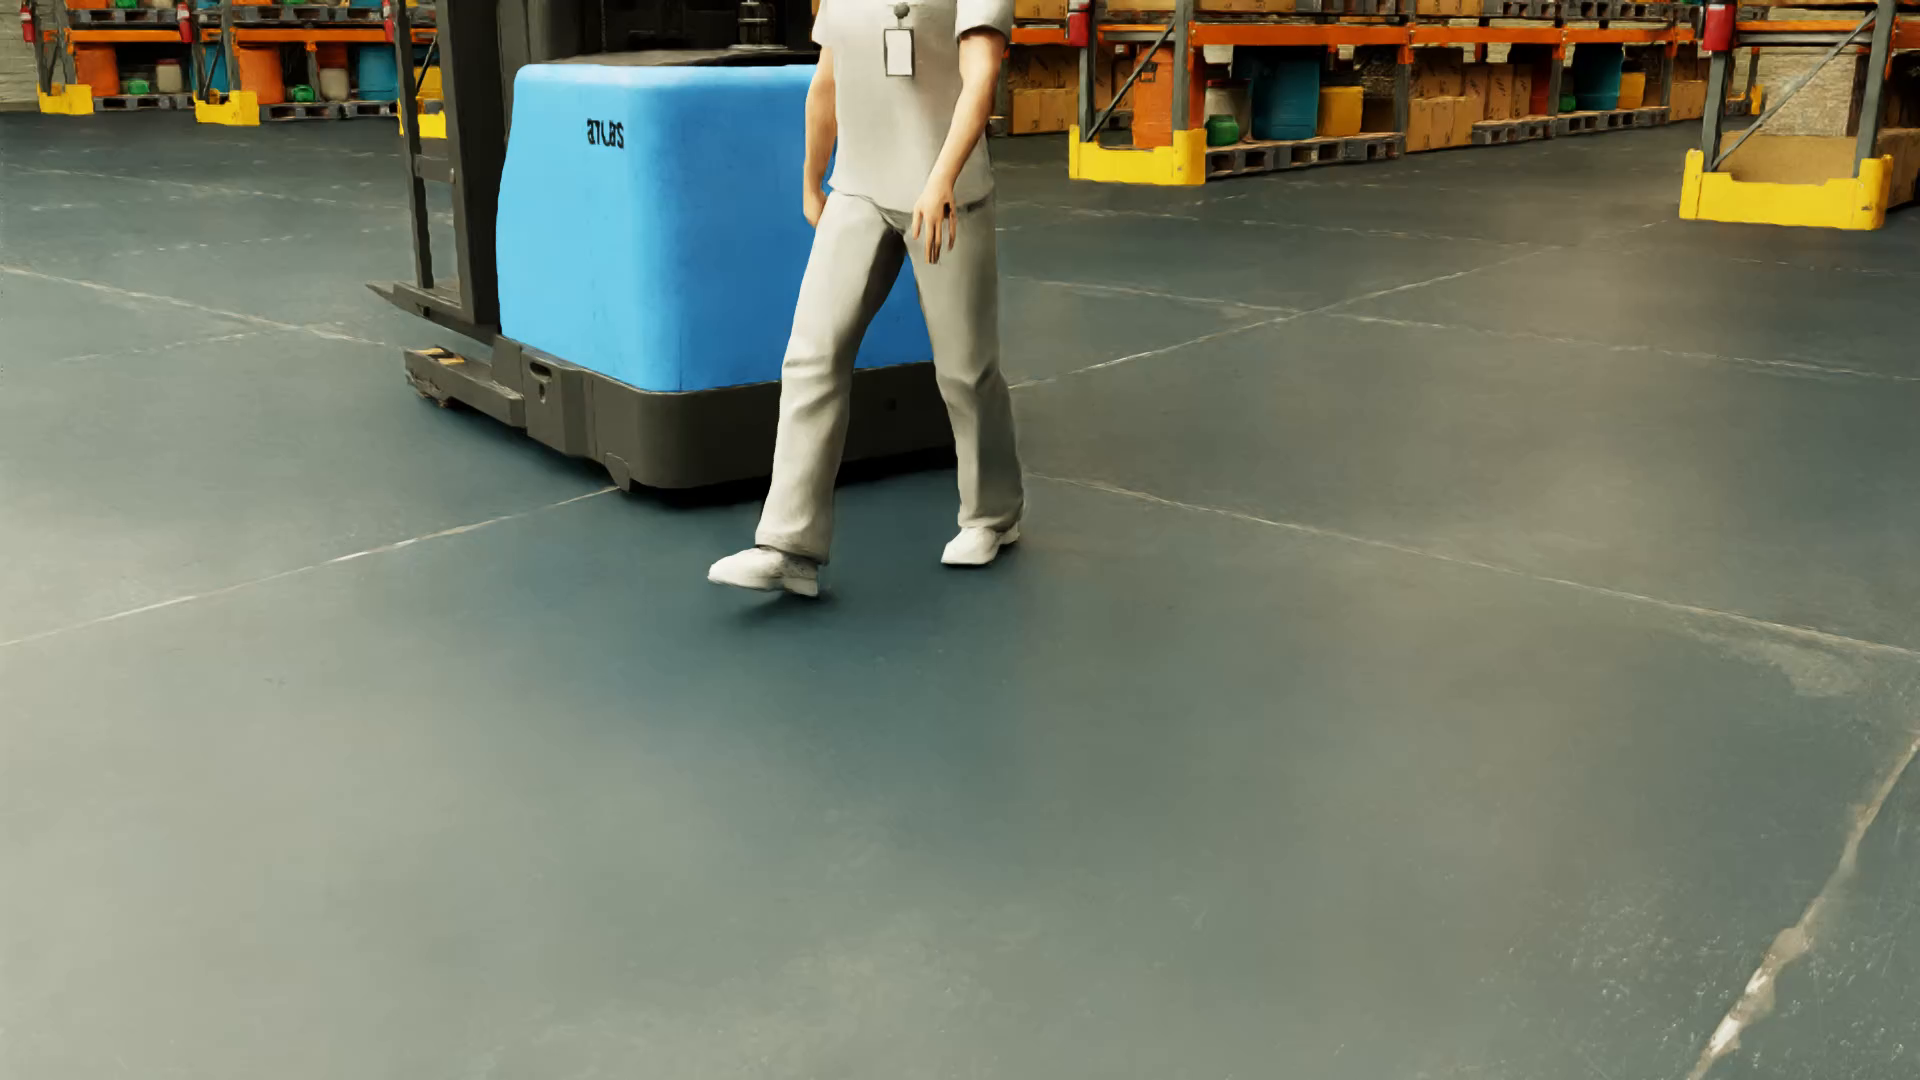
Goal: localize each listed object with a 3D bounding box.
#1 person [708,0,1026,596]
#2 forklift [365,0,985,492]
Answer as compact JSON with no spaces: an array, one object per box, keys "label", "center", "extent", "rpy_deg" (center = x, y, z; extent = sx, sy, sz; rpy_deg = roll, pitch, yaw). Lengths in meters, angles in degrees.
[{"label":"person","center":[-0.181,-0.691,3.427],"extent":[0.573,1.629,0.871],"rpy_deg":[9,19,27]},{"label":"forklift","center":[-1.176,-1.896,5.141],"extent":[1.130,2.935,3.031],"rpy_deg":[-12,20,-33]}]
